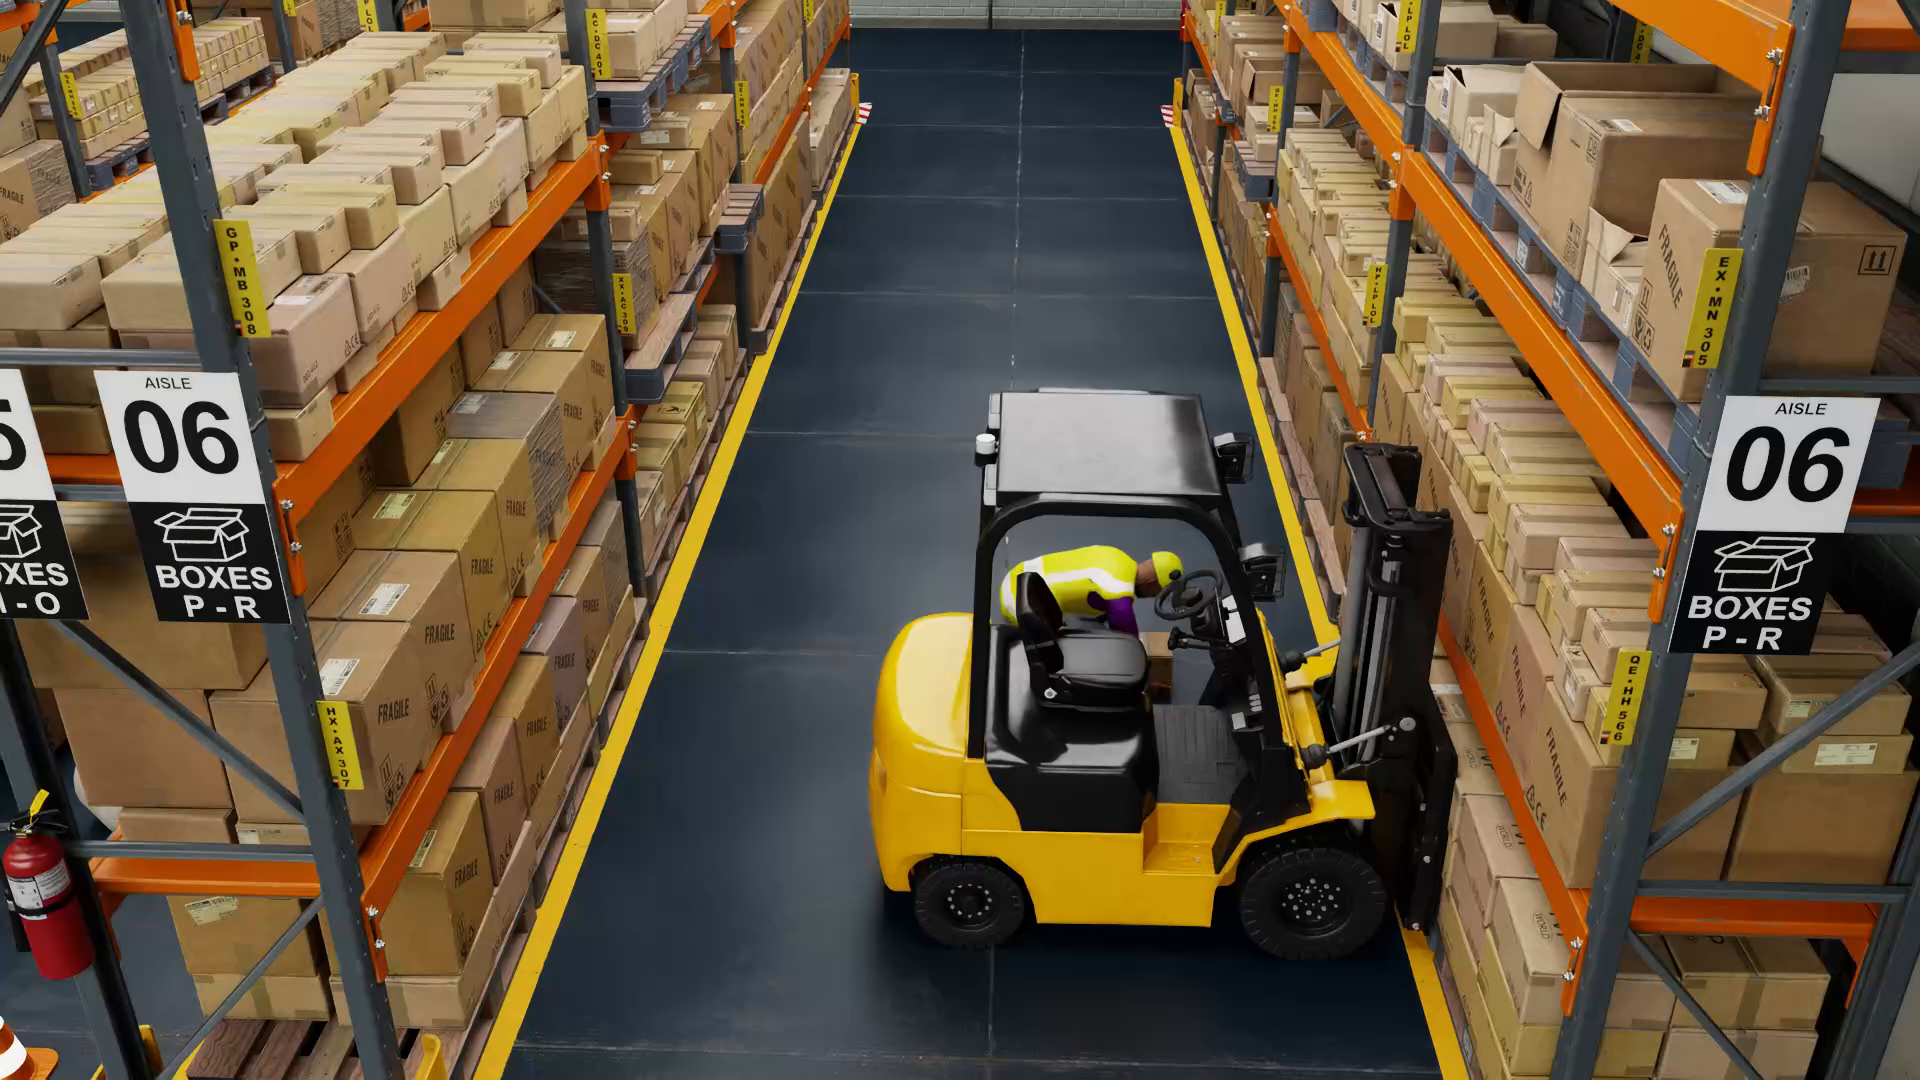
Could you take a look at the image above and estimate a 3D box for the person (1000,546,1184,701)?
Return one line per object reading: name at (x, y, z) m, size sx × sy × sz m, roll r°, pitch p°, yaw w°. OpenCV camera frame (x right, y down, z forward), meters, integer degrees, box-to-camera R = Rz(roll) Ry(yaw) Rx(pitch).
person at (0.693, 0.424, 8.859) m, size 0.968 × 0.809 × 0.526 m, roll 0°, pitch 28°, yaw 1°
